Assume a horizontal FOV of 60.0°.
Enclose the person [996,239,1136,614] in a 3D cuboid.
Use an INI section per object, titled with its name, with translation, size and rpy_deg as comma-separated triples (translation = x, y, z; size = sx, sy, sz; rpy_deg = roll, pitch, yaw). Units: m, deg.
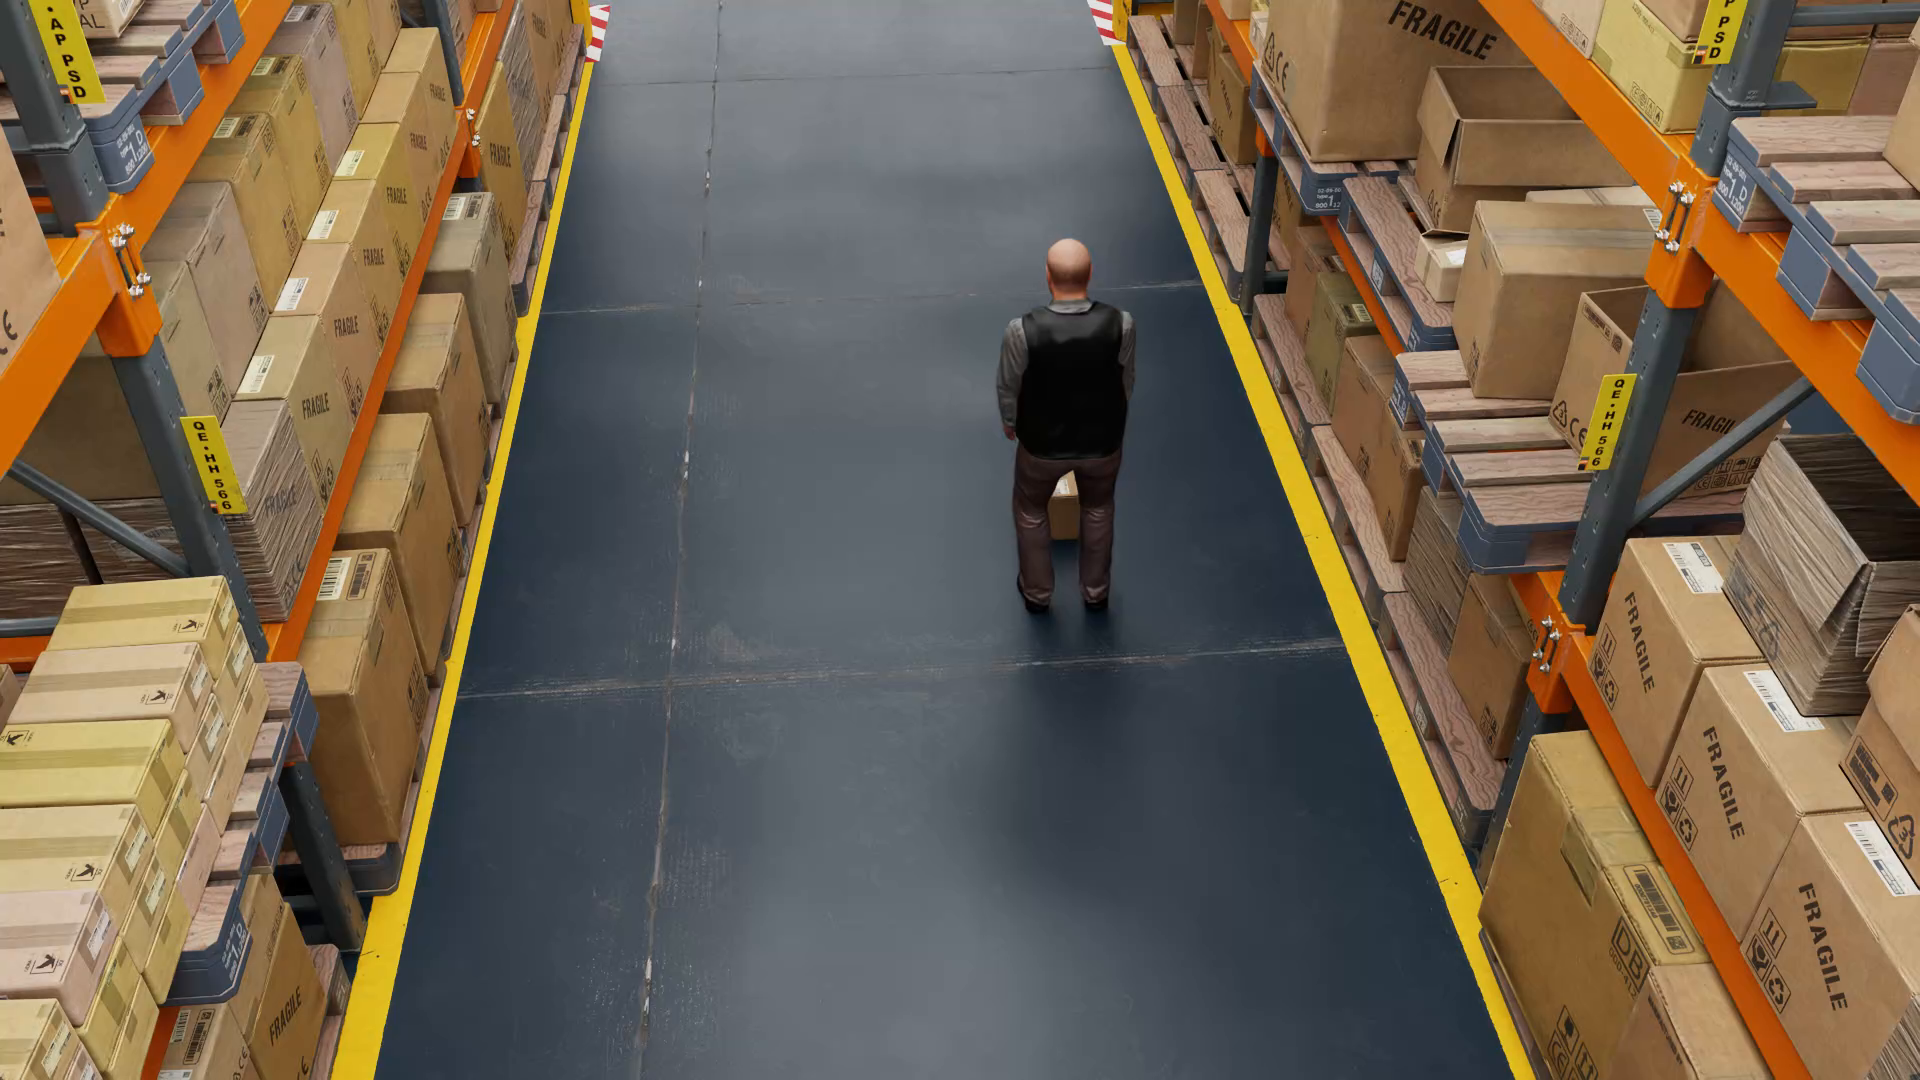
[person]
translation = 0.416, -0.415, 6.725
size = 0.552, 1.686, 0.410
rpy_deg = -2, 39, -3
